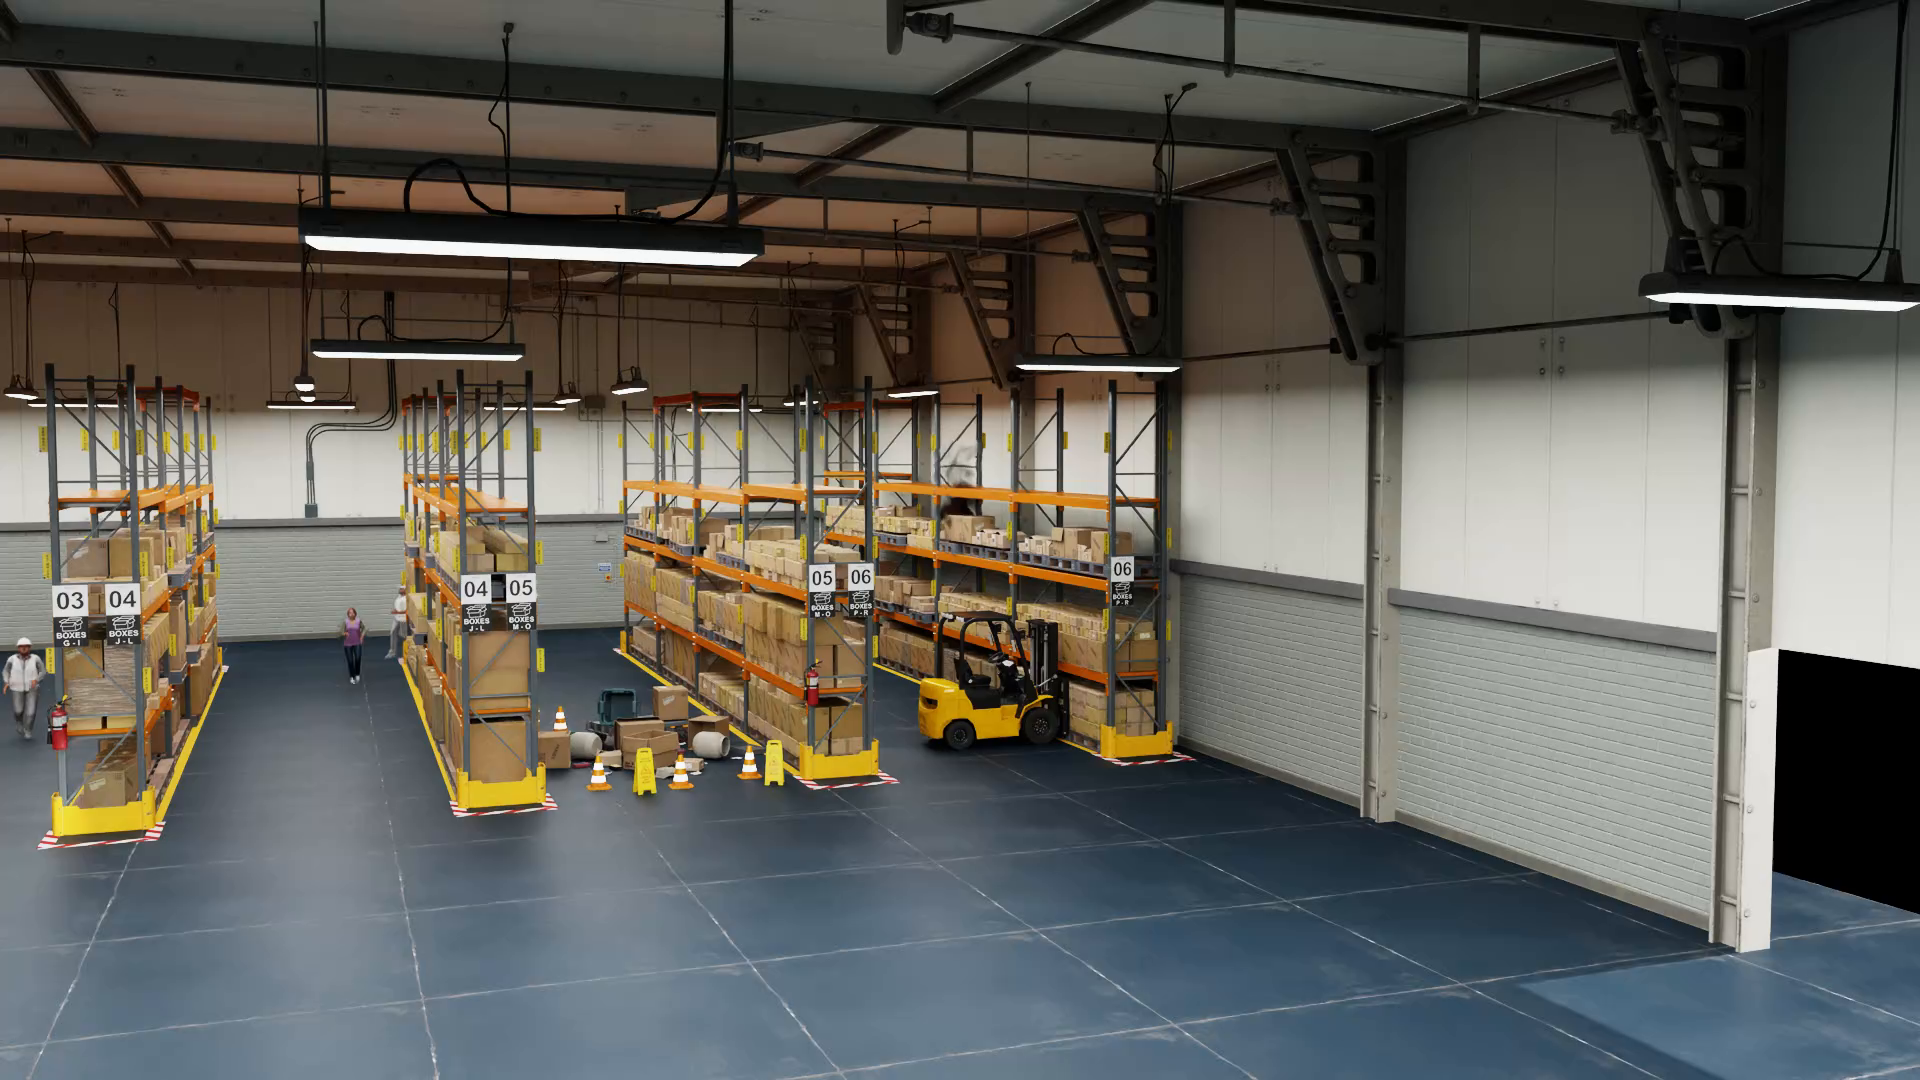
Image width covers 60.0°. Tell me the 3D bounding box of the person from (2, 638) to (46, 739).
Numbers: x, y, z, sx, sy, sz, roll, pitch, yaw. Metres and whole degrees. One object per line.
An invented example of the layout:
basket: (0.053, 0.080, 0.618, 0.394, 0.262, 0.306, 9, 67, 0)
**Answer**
person: (-15.747, 2.505, 27.985, 0.646, 1.723, 0.586, -2, 4, -28)

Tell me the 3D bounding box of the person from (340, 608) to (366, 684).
person: (-12.552, 2.196, 34.407, 0.516, 1.594, 0.614, -1, 4, -19)

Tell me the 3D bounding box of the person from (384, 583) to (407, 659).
person: (-12.920, 1.871, 38.622, 0.817, 1.781, 0.706, -3, 4, -42)
